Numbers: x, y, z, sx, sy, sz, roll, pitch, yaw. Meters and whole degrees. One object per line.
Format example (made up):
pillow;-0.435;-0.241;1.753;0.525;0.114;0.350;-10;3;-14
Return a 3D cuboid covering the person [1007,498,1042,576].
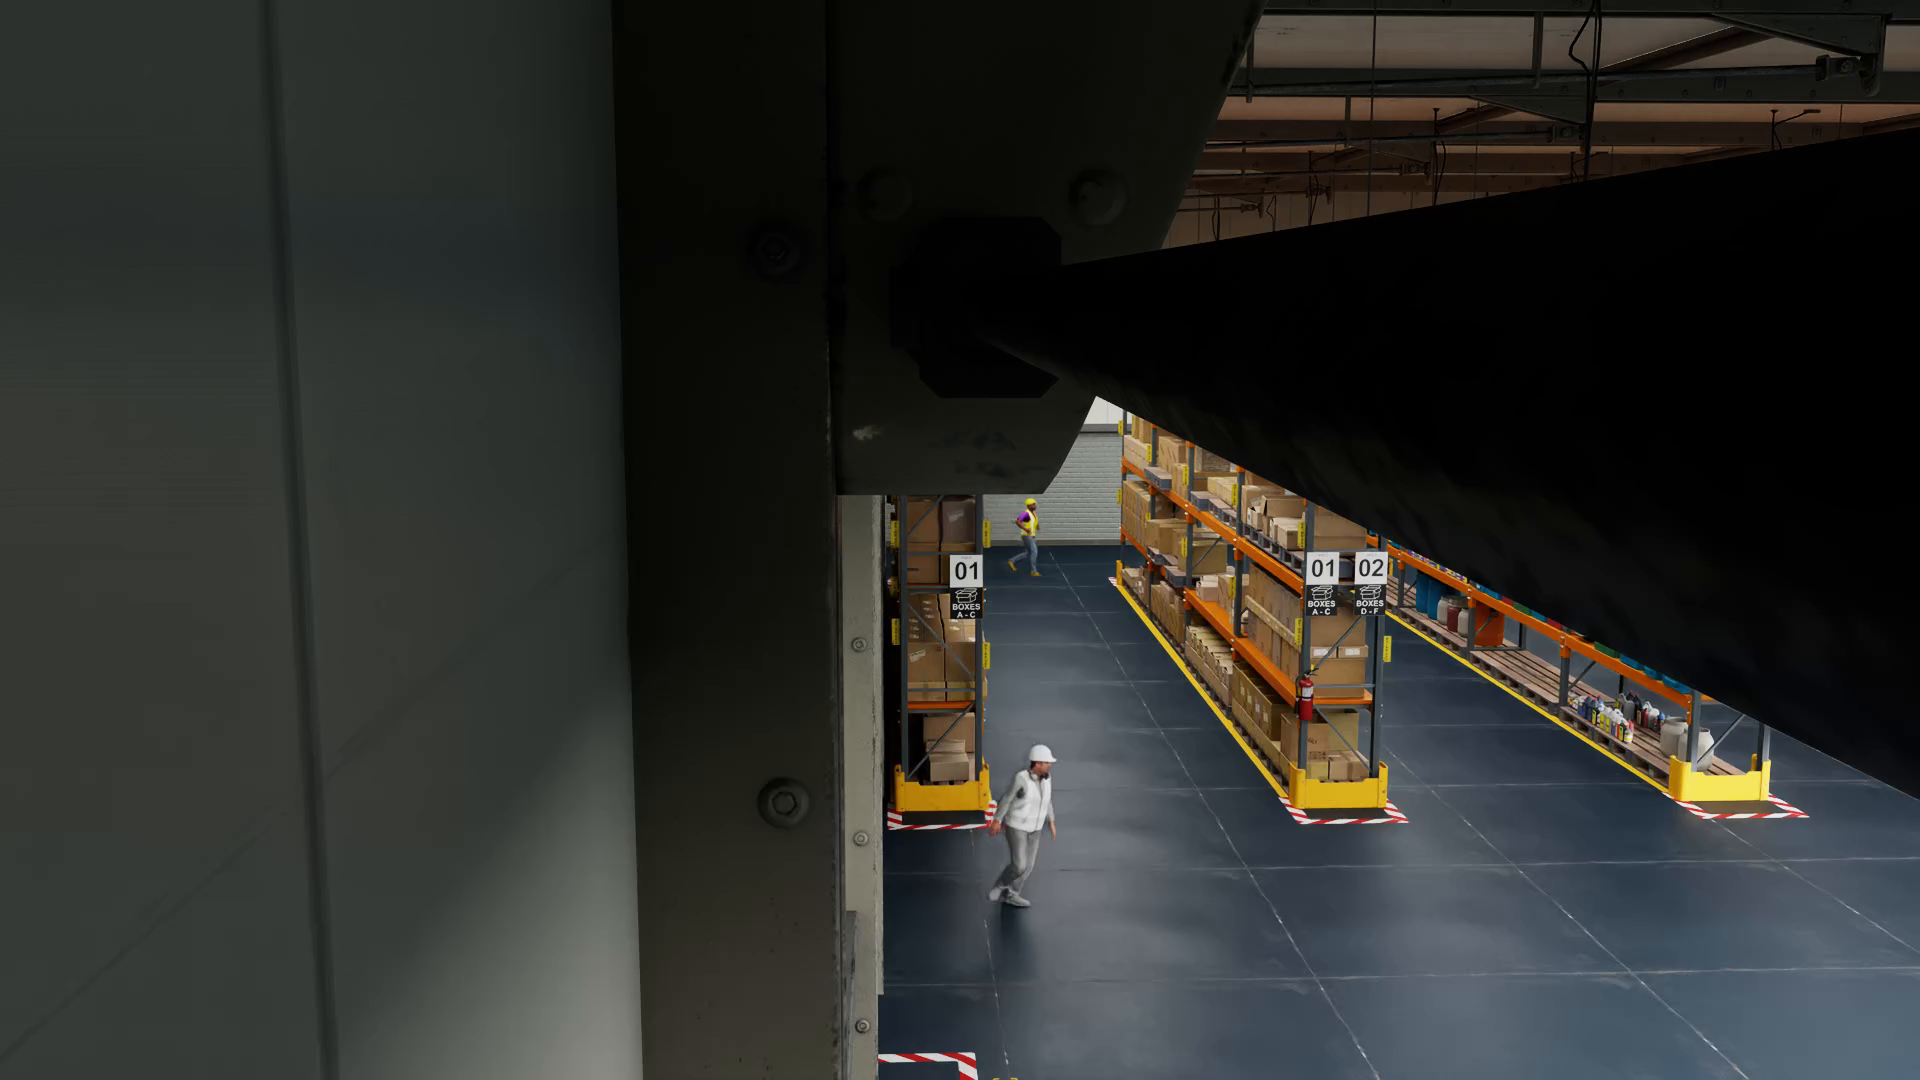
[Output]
person;1.520;-0.075;37.781;0.851;1.746;0.739;3;9;18

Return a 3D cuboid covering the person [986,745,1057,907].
person;0.664;2.960;17.213;0.691;1.735;0.600;-8;12;-44
